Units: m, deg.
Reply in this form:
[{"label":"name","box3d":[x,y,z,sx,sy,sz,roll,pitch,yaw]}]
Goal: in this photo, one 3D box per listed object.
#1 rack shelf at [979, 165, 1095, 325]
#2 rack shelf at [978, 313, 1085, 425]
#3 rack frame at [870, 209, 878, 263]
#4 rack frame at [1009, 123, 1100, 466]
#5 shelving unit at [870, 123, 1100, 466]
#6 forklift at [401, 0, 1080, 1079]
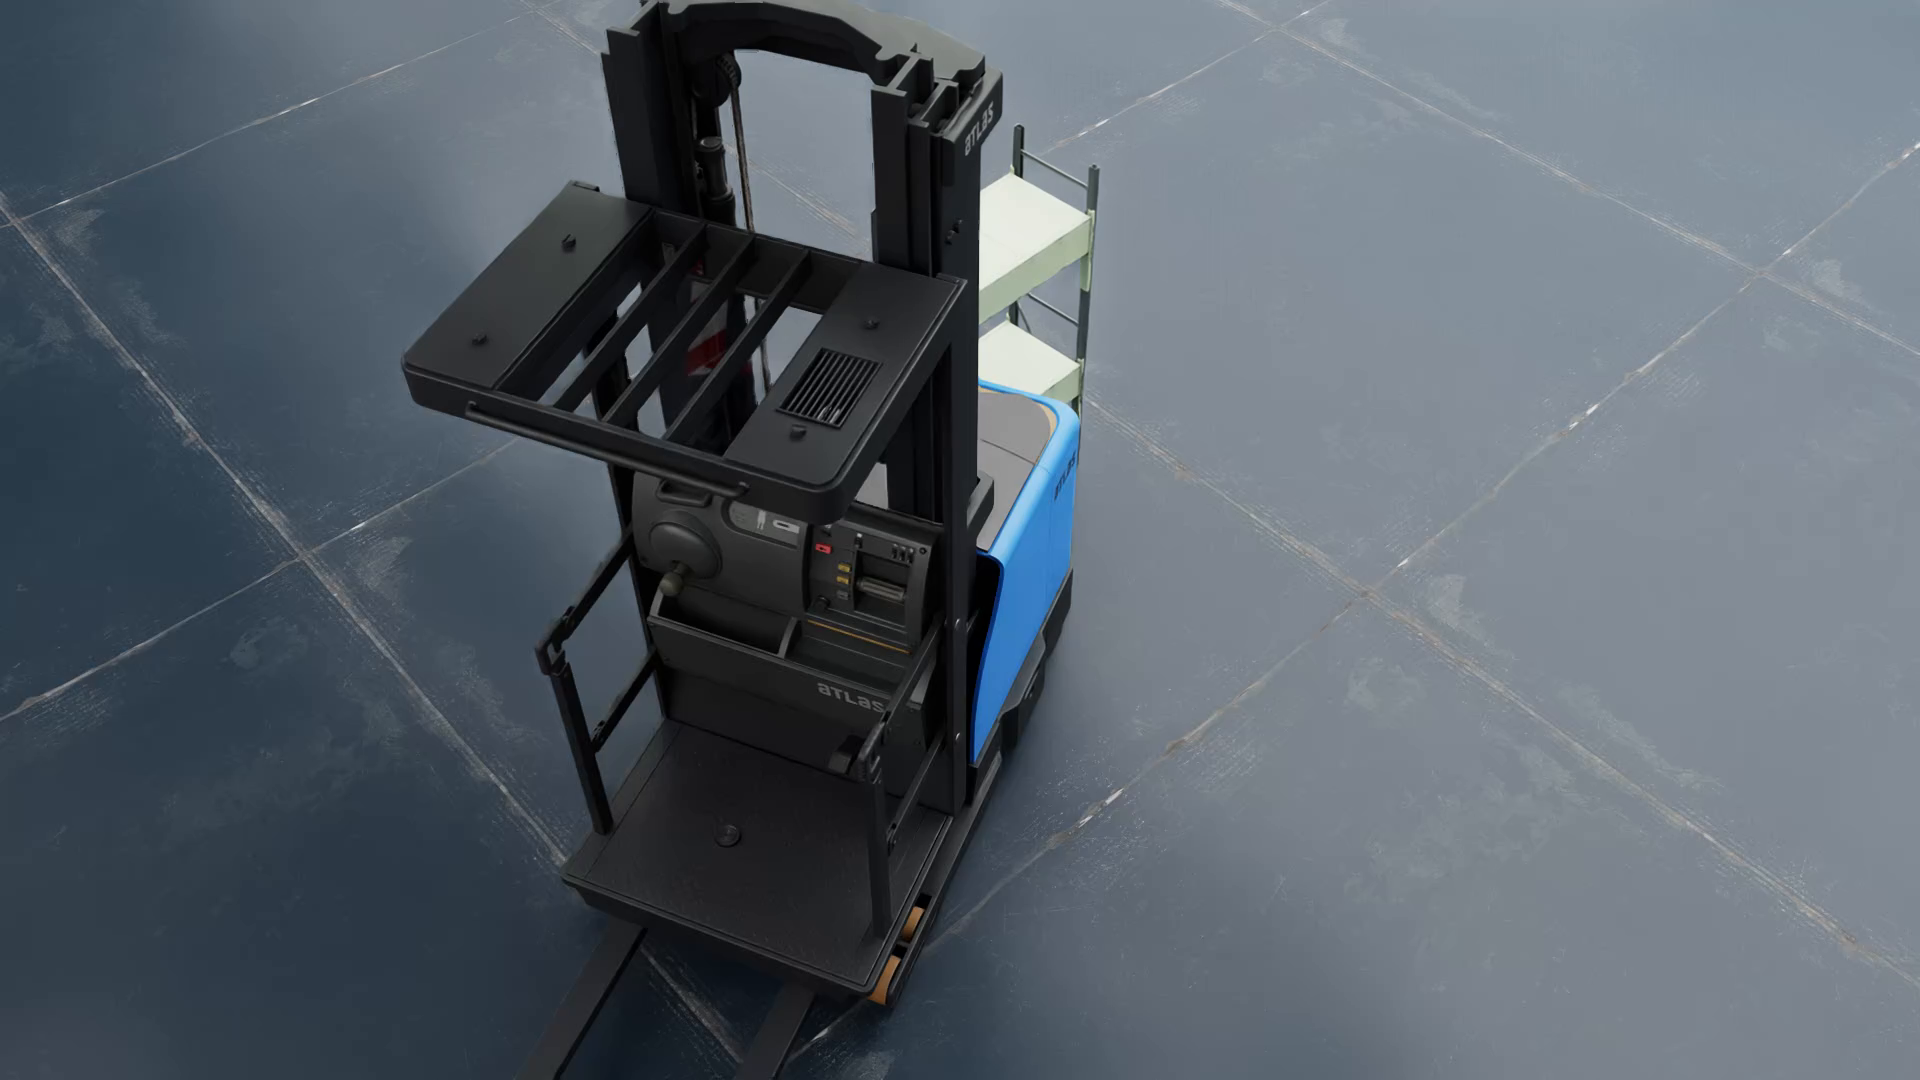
[{"label":"rack shelf","box3d":[0.094,-0.991,6.113,0.431,0.370,0.720,35,56,28]},{"label":"rack shelf","box3d":[0.094,-0.506,6.640,0.431,0.370,0.720,35,56,28]},{"label":"rack frame","box3d":[-0.160,-0.534,6.222,0.400,1.500,0.023,35,56,28]},{"label":"rack frame","box3d":[0.349,-0.920,6.578,0.400,1.500,0.023,35,56,28]},{"label":"shelving unit","box3d":[0.094,-0.727,6.400,0.431,1.500,0.755,35,56,28]},{"label":"forklift","box3d":[-0.597,0.141,4.626,1.130,2.935,3.031,17,49,15]}]
